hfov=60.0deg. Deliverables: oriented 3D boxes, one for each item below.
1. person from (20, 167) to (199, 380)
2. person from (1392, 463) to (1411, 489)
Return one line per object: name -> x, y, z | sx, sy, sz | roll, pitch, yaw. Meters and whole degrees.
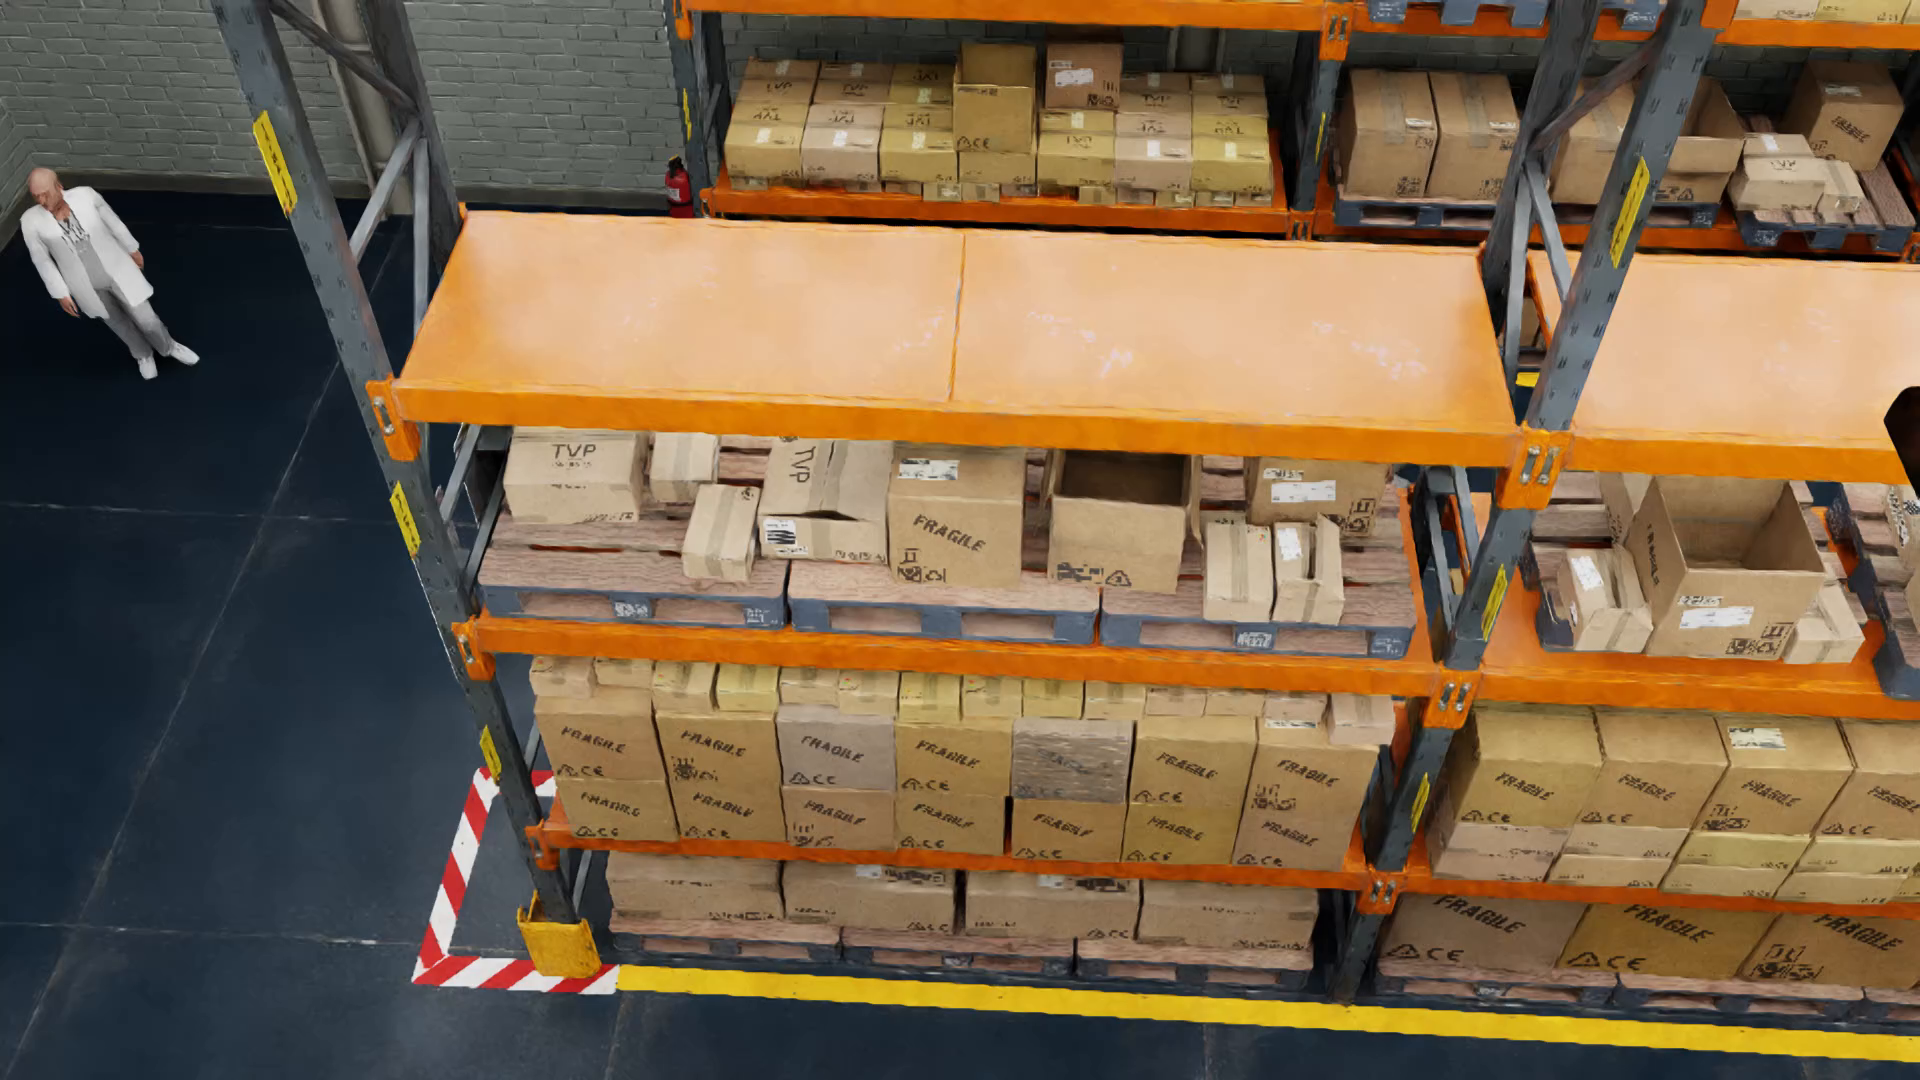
person -> -5.750, -1.778, 11.140 | 0.690, 1.764, 0.522 | -23, 52, -20
person -> 2.940, -1.069, 10.557 | 0.567, 1.725, 0.677 | 2, 48, 2
